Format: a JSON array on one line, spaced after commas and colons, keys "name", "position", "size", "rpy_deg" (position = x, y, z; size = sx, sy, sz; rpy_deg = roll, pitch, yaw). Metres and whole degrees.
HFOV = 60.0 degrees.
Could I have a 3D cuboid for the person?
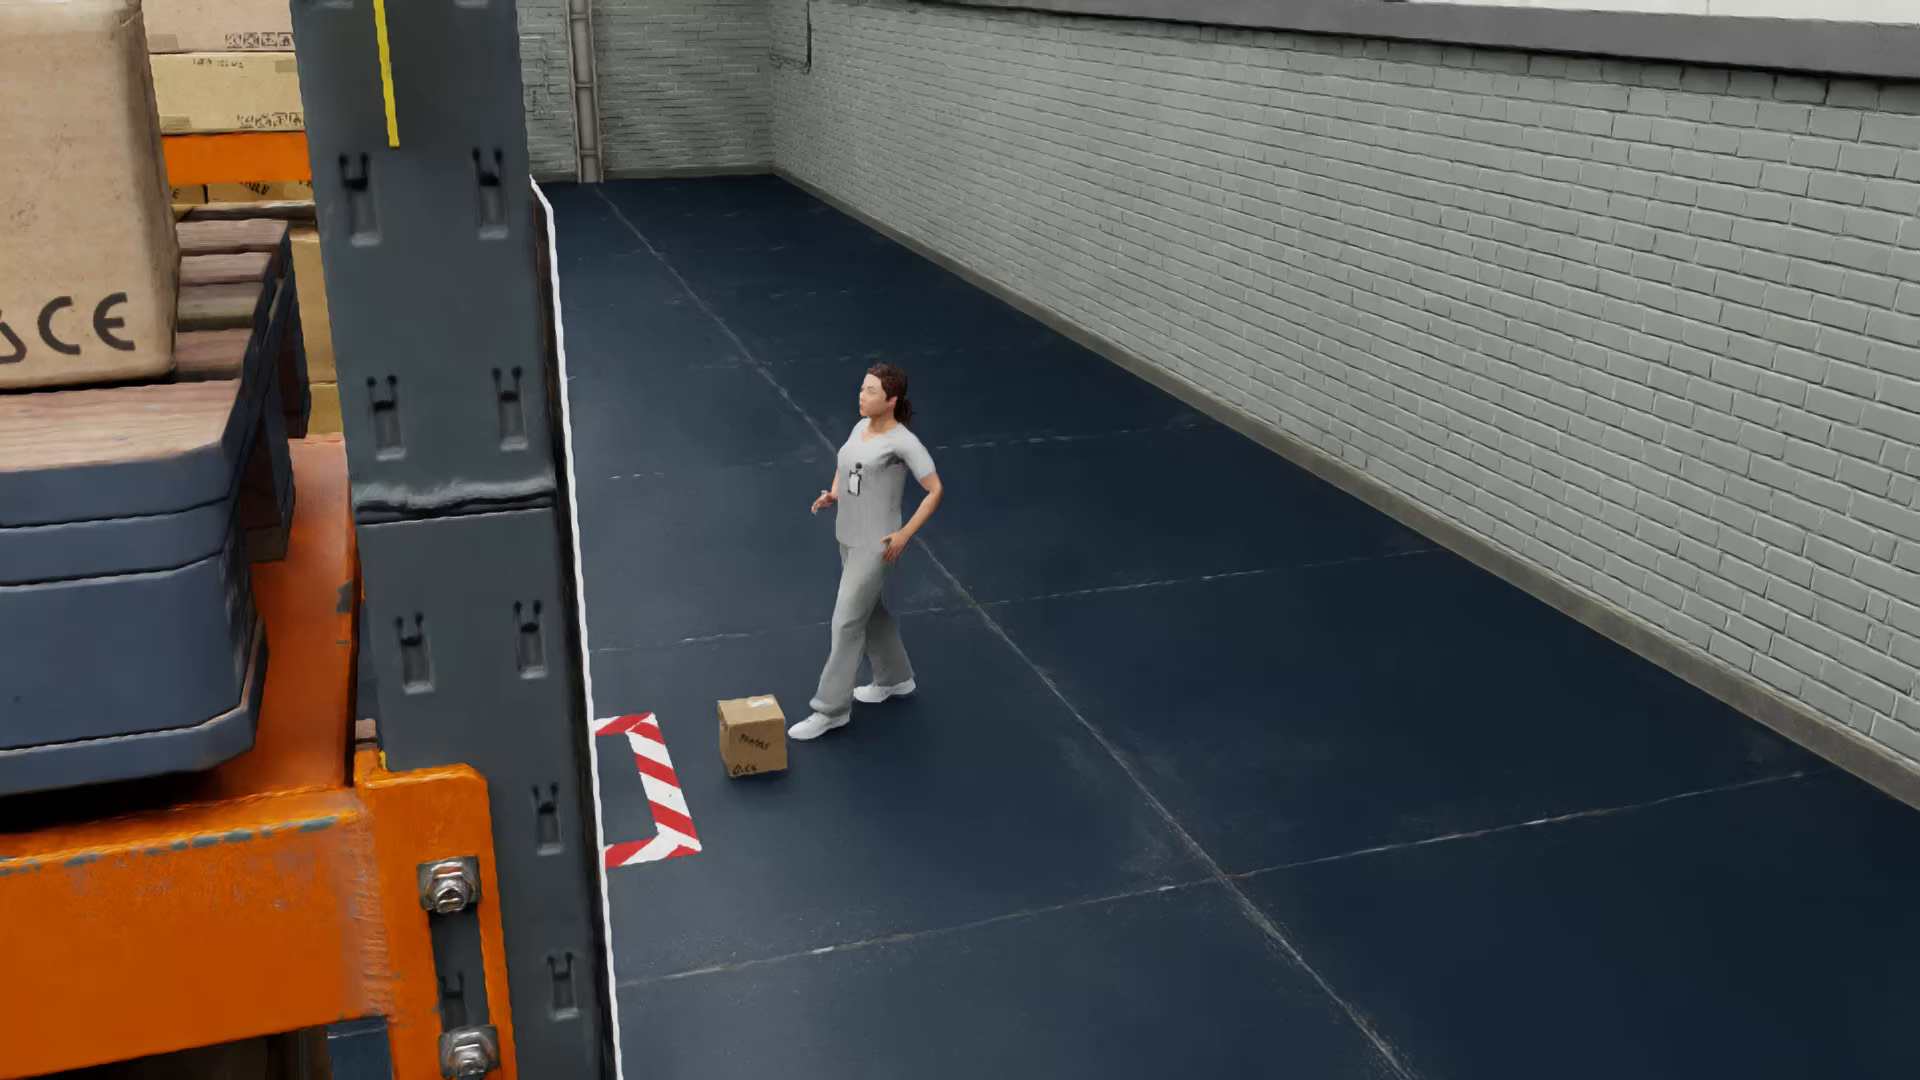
[{"name": "person", "position": [-0.480, 0.041, 7.439], "size": [0.731, 1.665, 0.612], "rpy_deg": [-13, 23, -32]}]
